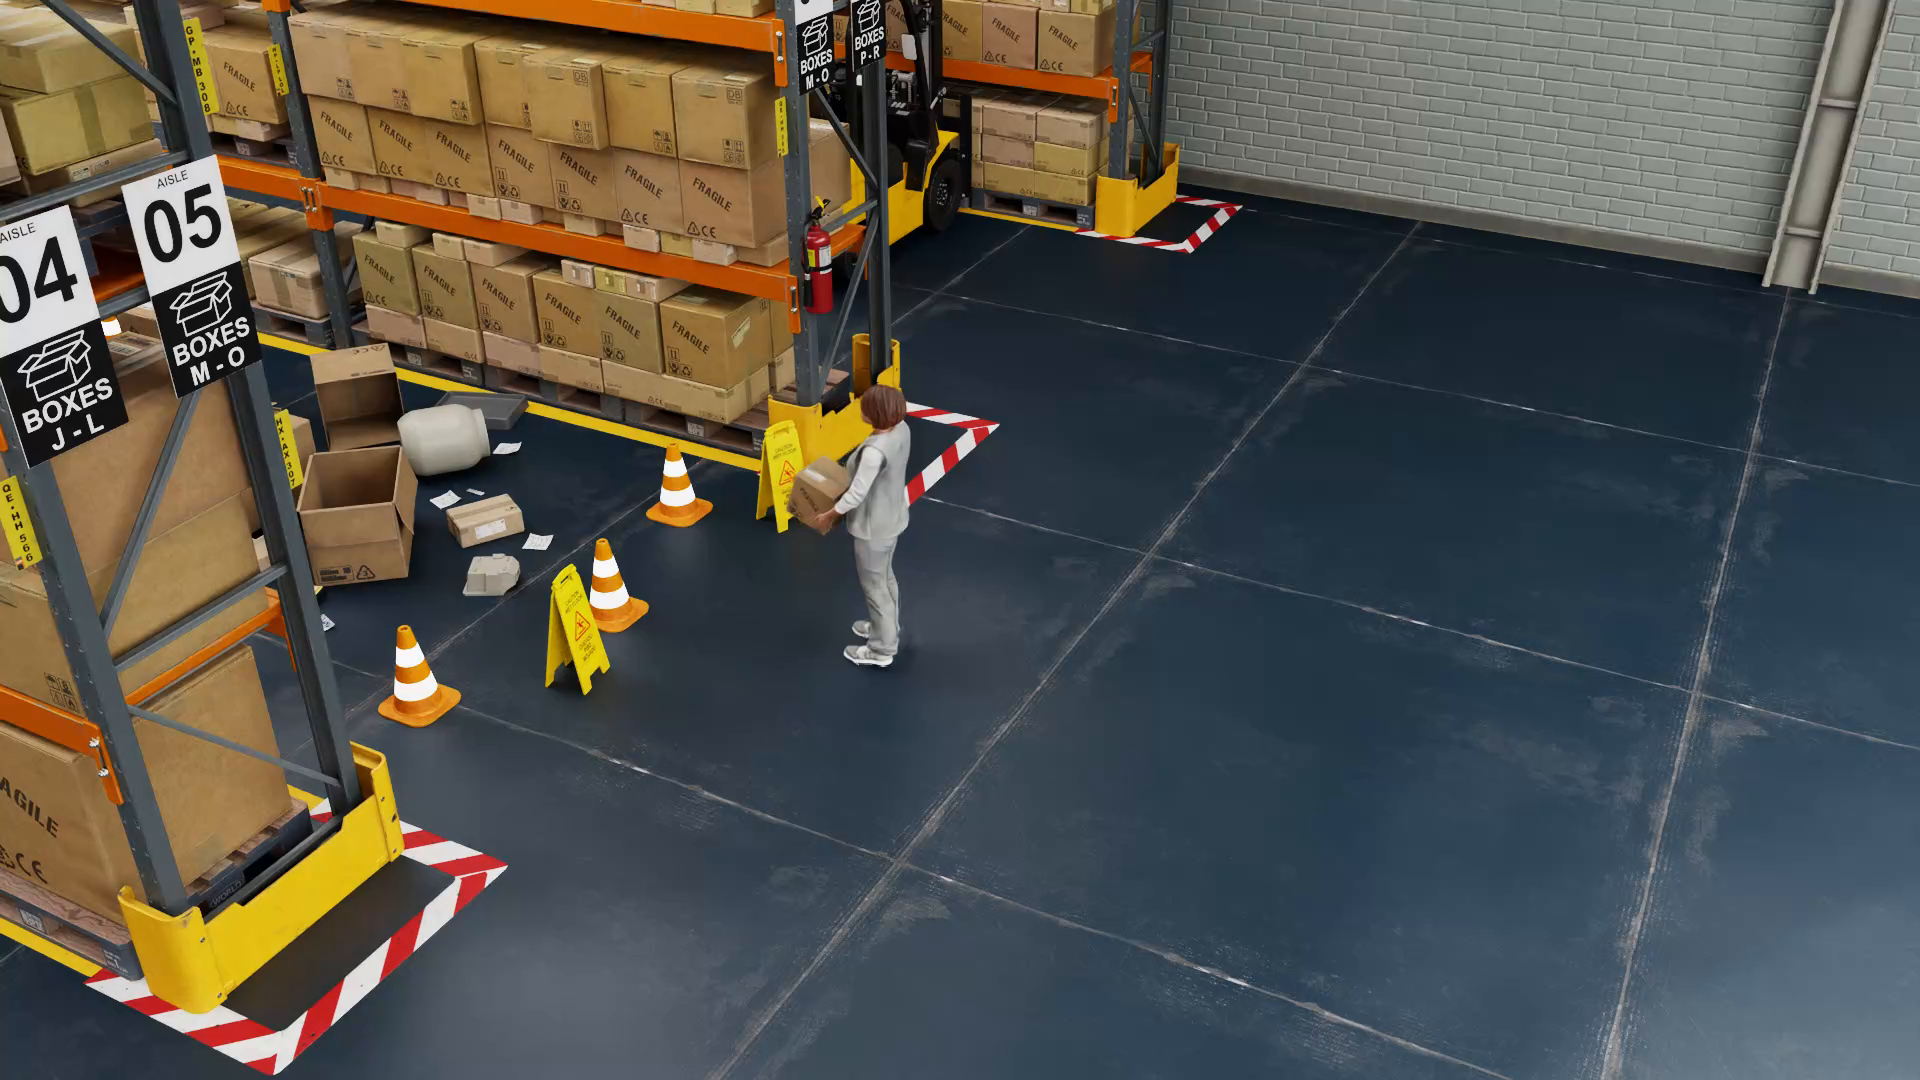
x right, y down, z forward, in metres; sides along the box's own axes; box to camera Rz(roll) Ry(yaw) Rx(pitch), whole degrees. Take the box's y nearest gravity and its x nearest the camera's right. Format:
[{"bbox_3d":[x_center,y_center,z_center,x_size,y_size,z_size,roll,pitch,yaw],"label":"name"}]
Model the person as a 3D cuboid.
[{"bbox_3d":[-0.478,-0.082,8.428,0.458,1.595,0.451,10,32,17],"label":"person"}]
